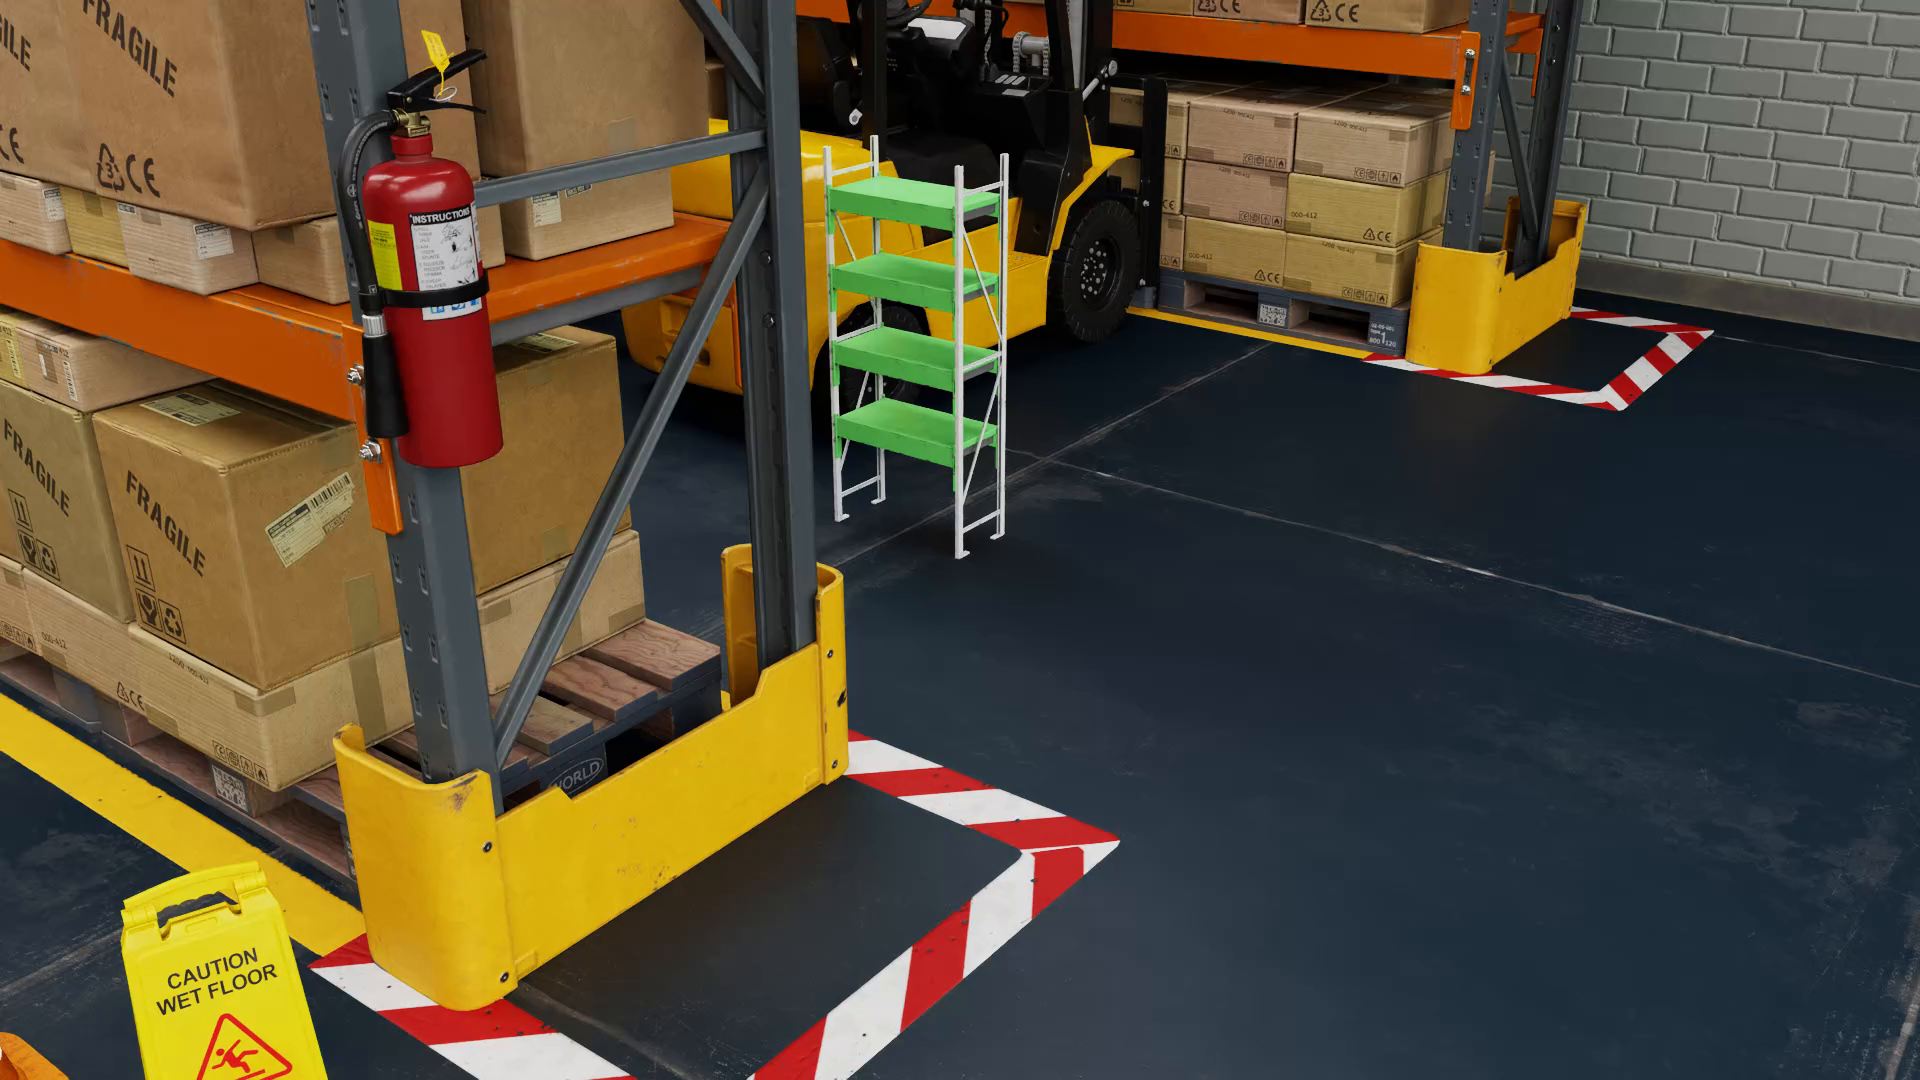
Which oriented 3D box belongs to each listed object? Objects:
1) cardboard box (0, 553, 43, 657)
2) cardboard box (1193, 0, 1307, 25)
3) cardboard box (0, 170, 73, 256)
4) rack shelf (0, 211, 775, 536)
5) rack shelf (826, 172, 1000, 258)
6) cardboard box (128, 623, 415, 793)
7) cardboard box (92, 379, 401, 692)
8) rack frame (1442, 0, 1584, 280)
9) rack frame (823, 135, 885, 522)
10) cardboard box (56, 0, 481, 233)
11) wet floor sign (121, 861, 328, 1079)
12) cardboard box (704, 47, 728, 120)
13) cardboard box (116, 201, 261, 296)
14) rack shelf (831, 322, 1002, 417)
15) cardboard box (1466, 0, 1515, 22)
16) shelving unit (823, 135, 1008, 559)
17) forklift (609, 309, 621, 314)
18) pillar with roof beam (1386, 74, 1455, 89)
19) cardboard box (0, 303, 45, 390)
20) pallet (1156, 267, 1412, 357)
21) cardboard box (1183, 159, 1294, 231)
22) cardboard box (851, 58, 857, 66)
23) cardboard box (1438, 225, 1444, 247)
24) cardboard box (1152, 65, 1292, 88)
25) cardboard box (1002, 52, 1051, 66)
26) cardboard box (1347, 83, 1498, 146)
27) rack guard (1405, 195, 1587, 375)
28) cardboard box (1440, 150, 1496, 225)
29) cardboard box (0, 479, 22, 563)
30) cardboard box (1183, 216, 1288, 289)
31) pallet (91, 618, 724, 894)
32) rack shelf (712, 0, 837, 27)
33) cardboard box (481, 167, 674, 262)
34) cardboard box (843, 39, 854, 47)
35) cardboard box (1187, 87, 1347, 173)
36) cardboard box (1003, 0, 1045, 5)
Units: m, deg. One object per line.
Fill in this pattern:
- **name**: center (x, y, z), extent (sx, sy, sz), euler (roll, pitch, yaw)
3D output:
- **cardboard box**: center (-2.309, 0.037, 4.336), extent (0.500, 0.250, 0.500), euler (16, 28, 31)
- **cardboard box**: center (1.344, -2.479, 7.033), extent (0.500, 0.500, 0.500), euler (18, 29, 35)
- **cardboard box**: center (-1.783, -0.722, 3.479), extent (0.250, 0.149, 0.380), euler (17, 29, 34)
- **rack shelf**: center (-2.270, -0.823, 4.289), extent (4.000, 0.370, 1.077), euler (17, 29, 33)
- **rack shelf**: center (-0.132, -0.970, 4.931), extent (0.480, 0.148, 0.258), euler (17, 29, 33)
- **cardboard box**: center (-1.497, 0.283, 3.776), extent (0.500, 0.250, 0.500), euler (17, 29, 33)
- **cardboard box**: center (-1.467, -0.055, 3.614), extent (0.500, 0.500, 0.500), euler (17, 29, 34)
- **rack frame**: center (2.305, -2.271, 6.683), extent (0.127, 3.000, 1.000), euler (17, 29, 33)
- **rack frame**: center (-0.328, -0.648, 5.233), extent (0.015, 1.200, 0.240), euler (17, 29, 33)
- **cardboard box**: center (-1.269, -0.893, 3.063), extent (0.500, 0.500, 0.500), euler (16, 29, 32)
- **wet floor sign**: center (-1.159, 0.800, 2.634), extent (0.267, 0.644, 0.232), euler (-15, 28, -30)
- **cardboard box**: center (-1.320, -2.466, 9.551), extent (0.625, 0.625, 0.875), euler (18, 30, 36)
- **cardboard box**: center (-1.366, -0.600, 3.204), extent (0.250, 0.149, 0.380), euler (16, 29, 33)
- **rack shelf**: center (-0.132, -0.531, 5.125), extent (0.480, 0.148, 0.258), euler (17, 29, 33)
- **cardboard box**: center (2.075, -2.526, 7.138), extent (0.500, 0.500, 0.500), euler (18, 29, 35)
- **shelving unit**: center (-0.132, -0.589, 5.099), extent (0.503, 1.200, 0.258), euler (17, 29, 33)
- **forklift**: center (-2.181, -2.472, 7.226), extent (3.031, 2.935, 1.130), euler (14, 27, 29)
- **pillar with roof beam**: center (-0.294, -4.086, 3.364), extent (0.400, 9.000, 9.100), euler (17, 29, 33)
- **cardboard box**: center (-2.000, -0.481, 3.776), extent (0.250, 0.149, 0.380), euler (17, 29, 34)
- **pallet**: center (1.668, -1.166, 7.635), extent (1.213, 0.211, 1.003), euler (17, 29, 33)
- **cardboard box**: center (1.333, -1.575, 7.374), extent (0.500, 0.250, 0.500), euler (16, 29, 33)
- **cardboard box**: center (-0.294, -2.284, 8.364), extent (0.500, 0.250, 0.500), euler (17, 29, 33)
- **cardboard box**: center (2.029, -1.386, 7.566), extent (0.500, 0.250, 0.500), euler (17, 29, 34)
- **cardboard box**: center (1.238, -2.083, 7.908), extent (0.500, 0.250, 0.500), euler (17, 29, 33)
- **cardboard box**: center (0.425, -2.328, 8.464), extent (0.500, 0.250, 0.500), euler (17, 29, 34)
- **cardboard box**: center (2.034, -1.839, 7.354), extent (0.500, 0.250, 0.500), euler (16, 29, 33)
- **rack guard**: center (2.324, -1.121, 7.174), extent (0.348, 0.500, 1.175), euler (17, 29, 33)
- **cardboard box**: center (2.053, -1.614, 7.462), extent (0.500, 0.250, 0.500), euler (17, 29, 34)
- **cardboard box**: center (-2.286, -0.304, 4.180), extent (0.500, 0.500, 0.500), euler (16, 28, 32)
- **cardboard box**: center (1.347, -1.340, 7.460), extent (0.500, 0.250, 0.500), euler (17, 29, 33)
- **pallet**: center (-1.359, 0.382, 4.122), extent (1.213, 0.211, 1.003), euler (17, 29, 33)
- **rack shelf**: center (-2.497, -3.392, 10.121), extent (4.000, 0.370, 1.077), euler (17, 29, 33)
- **cardboard box**: center (-0.817, -0.702, 3.435), extent (0.250, 0.149, 0.380), euler (17, 29, 33)
- **cardboard box**: center (-0.386, -2.573, 9.018), extent (0.500, 0.250, 0.500), euler (17, 29, 34)
- **cardboard box**: center (1.337, -1.794, 7.252), extent (0.500, 0.250, 0.500), euler (17, 29, 34)
- **cardboard box**: center (0.525, -2.721, 7.581), extent (0.500, 0.500, 0.500), euler (17, 29, 34)
